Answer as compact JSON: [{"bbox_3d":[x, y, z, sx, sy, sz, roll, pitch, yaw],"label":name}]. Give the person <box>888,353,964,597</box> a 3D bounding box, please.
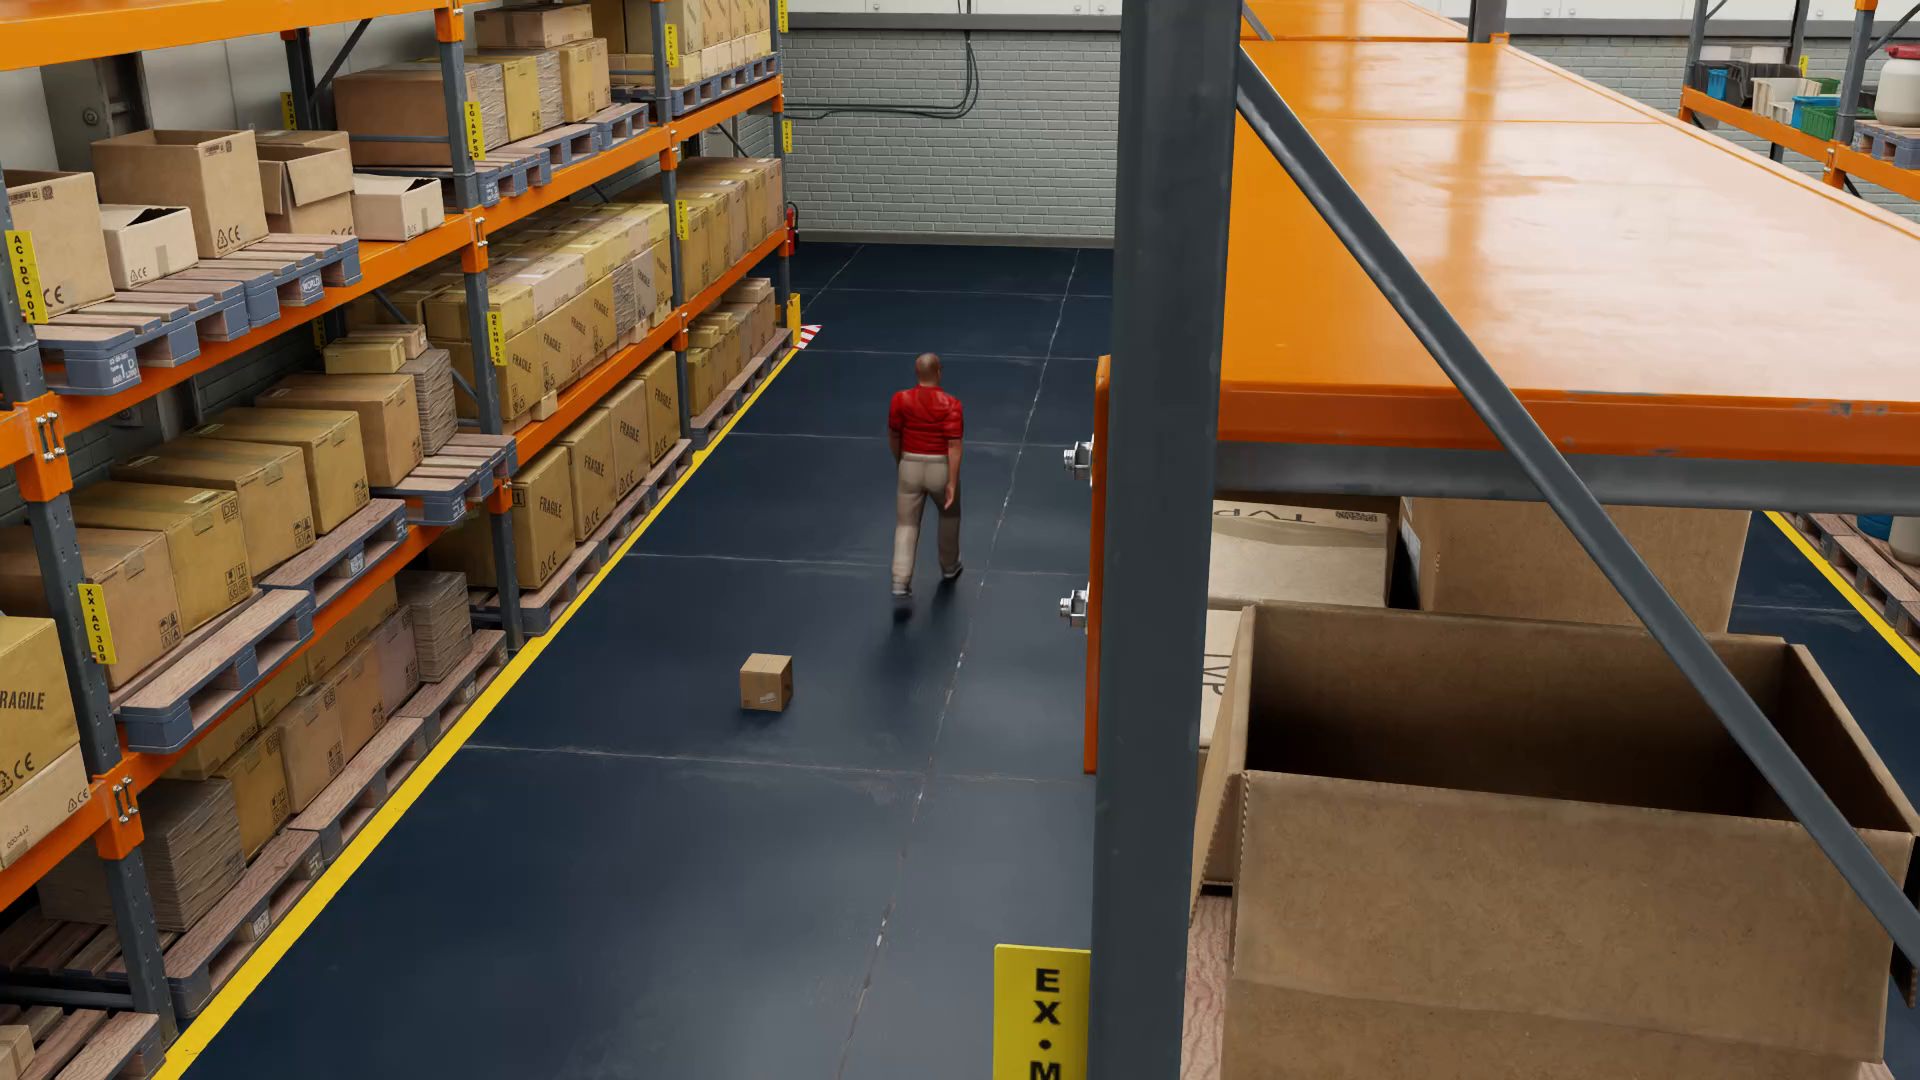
[{"bbox_3d":[-0.226,-0.459,11.284,0.541,1.673,0.990,4,21,9],"label":"person"}]
